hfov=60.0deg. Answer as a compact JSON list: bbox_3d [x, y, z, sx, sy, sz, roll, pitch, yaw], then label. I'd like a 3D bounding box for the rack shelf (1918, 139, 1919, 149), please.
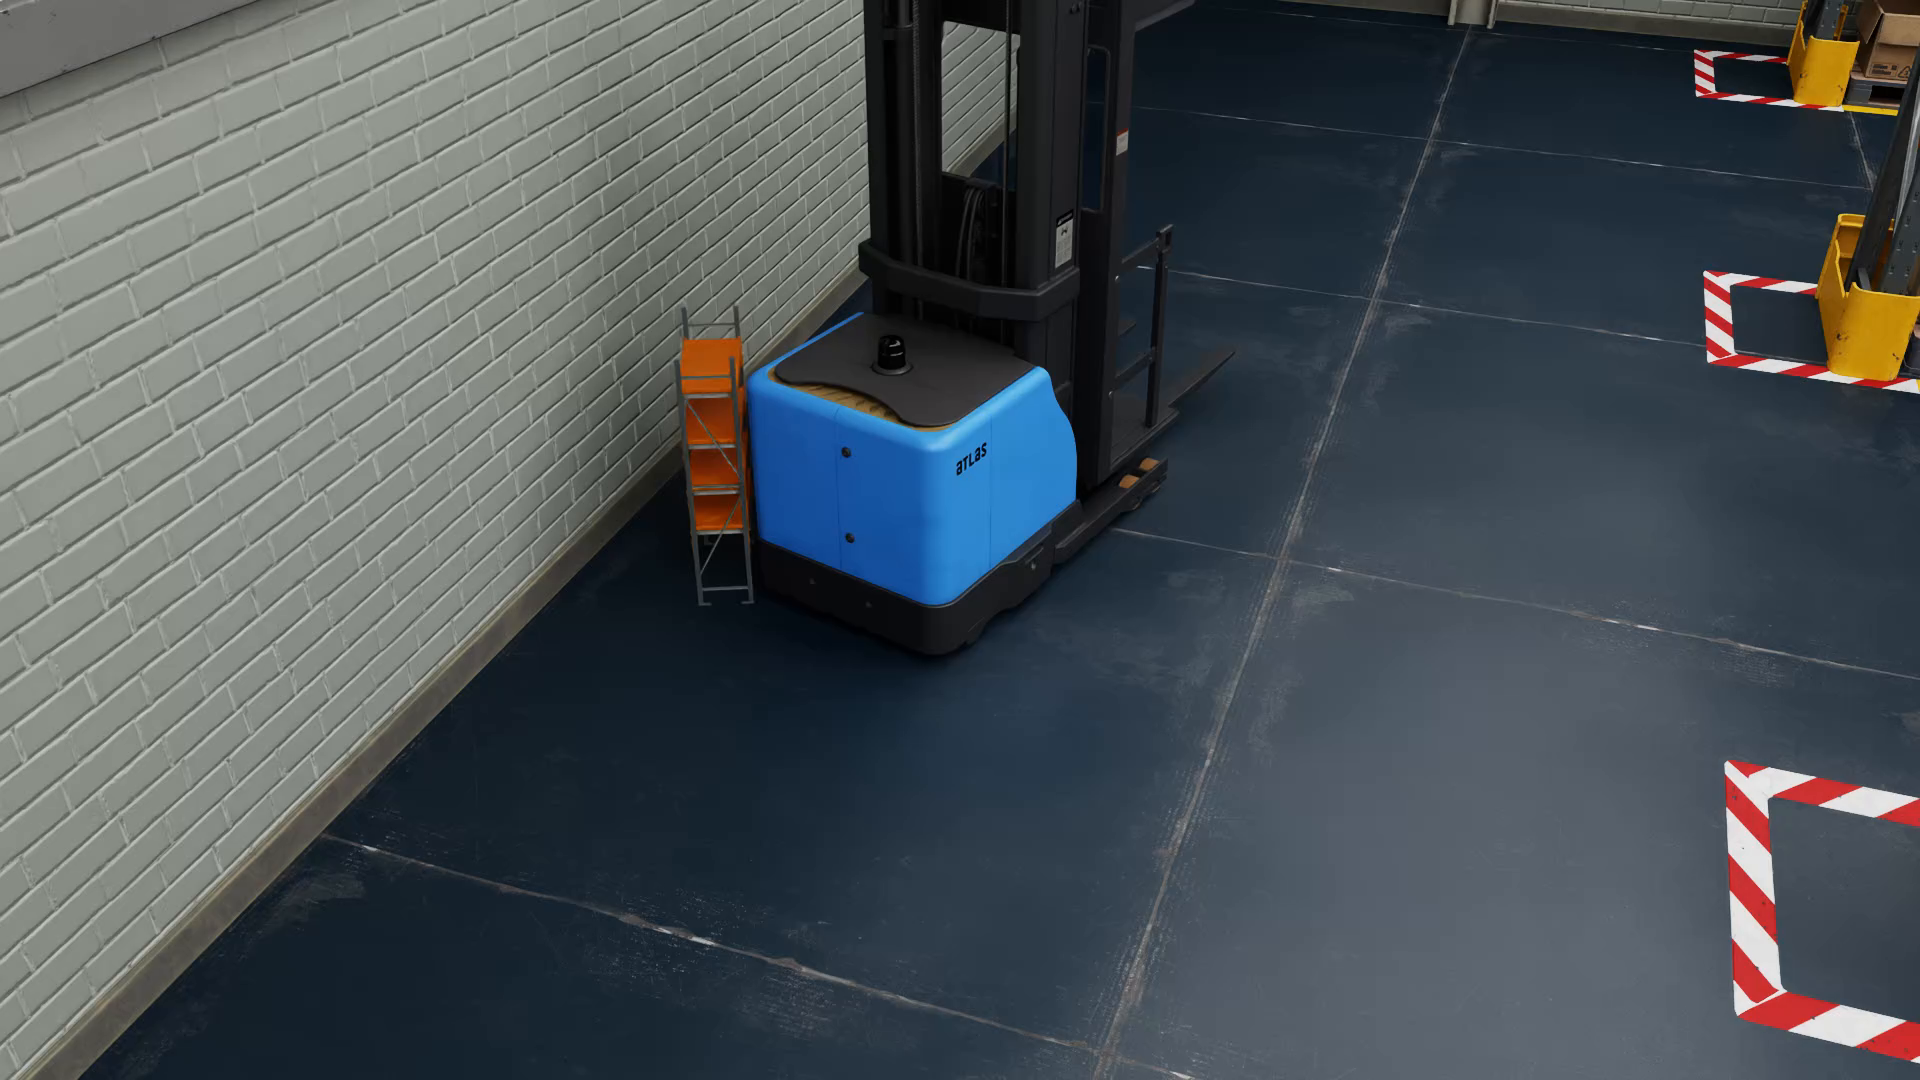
[{"bbox_3d":[7.054,-1.771,8.391,4.000,0.370,1.077,11,34,16],"label":"rack shelf"}]

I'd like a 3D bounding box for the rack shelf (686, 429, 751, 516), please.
[{"bbox_3d":[-1.046,-0.298,7.229,0.258,0.148,0.480,-2,33,-4],"label":"rack shelf"}]

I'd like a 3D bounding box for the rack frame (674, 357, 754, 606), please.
[{"bbox_3d":[-1.026,-0.223,6.989,0.240,1.200,0.015,-2,33,-4],"label":"rack frame"}]

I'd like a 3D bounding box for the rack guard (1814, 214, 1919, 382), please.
[{"bbox_3d":[5.149,-1.394,9.448,0.348,0.500,1.175,11,34,16],"label":"rack guard"}]

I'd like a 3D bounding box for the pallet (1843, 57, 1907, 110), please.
[{"bbox_3d":[7.665,-3.644,13.199,1.213,0.211,1.003,11,34,16],"label":"pallet"}]

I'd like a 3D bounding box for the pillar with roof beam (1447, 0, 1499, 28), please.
[{"bbox_3d":[3.156,-6.251,9.135,0.400,9.000,9.100,11,34,16],"label":"pillar with roof beam"}]

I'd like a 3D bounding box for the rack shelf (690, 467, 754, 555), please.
[{"bbox_3d":[-1.046,-0.132,7.337,0.258,0.148,0.480,-2,33,-4],"label":"rack shelf"}]

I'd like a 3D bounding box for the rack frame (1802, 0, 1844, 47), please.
[{"bbox_3d":[6.842,-4.975,12.690,0.127,3.000,1.000,11,34,16],"label":"rack frame"}]

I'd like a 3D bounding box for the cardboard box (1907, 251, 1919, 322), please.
[{"bbox_3d":[5.826,-1.470,9.236,0.875,0.438,0.875,10,34,15],"label":"cardboard box"}]

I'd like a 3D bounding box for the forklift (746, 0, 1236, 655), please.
[{"bbox_3d":[0.355,-1.510,7.387,1.130,2.935,3.031,21,38,28],"label":"forklift"}]

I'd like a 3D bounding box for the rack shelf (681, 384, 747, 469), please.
[{"bbox_3d":[-1.045,-0.486,7.108,0.258,0.148,0.480,-2,33,-4],"label":"rack shelf"}]

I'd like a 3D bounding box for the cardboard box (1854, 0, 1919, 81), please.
[{"bbox_3d":[7.386,-3.942,13.005,0.637,0.503,0.797,10,34,15],"label":"cardboard box"}]

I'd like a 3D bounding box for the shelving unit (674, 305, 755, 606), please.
[{"bbox_3d":[-1.046,-0.355,7.193,0.258,1.200,0.503,-2,33,-4],"label":"shelving unit"}]

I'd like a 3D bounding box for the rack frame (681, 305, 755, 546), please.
[{"bbox_3d":[-1.065,-0.487,7.397,0.240,1.200,0.015,-2,33,-4],"label":"rack frame"}]

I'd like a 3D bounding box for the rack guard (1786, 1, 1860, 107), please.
[{"bbox_3d":[6.914,-3.911,13.346,0.348,0.500,1.175,11,34,16],"label":"rack guard"}]

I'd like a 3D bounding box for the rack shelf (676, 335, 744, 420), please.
[{"bbox_3d":[-1.045,-0.685,6.980,0.258,0.148,0.480,-2,33,-4],"label":"rack shelf"}]

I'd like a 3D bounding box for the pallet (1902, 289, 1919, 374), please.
[{"bbox_3d":[5.950,-1.162,9.355,1.213,0.211,1.003,11,34,16],"label":"pallet"}]

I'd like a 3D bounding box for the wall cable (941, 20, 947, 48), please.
[{"bbox_3d":[-0.145,-3.899,10.059,0.123,1.953,0.585,11,34,16],"label":"wall cable"}]

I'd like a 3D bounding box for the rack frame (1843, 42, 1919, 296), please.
[{"bbox_3d":[5.171,-2.440,8.763,0.127,3.000,1.000,11,34,16],"label":"rack frame"}]
